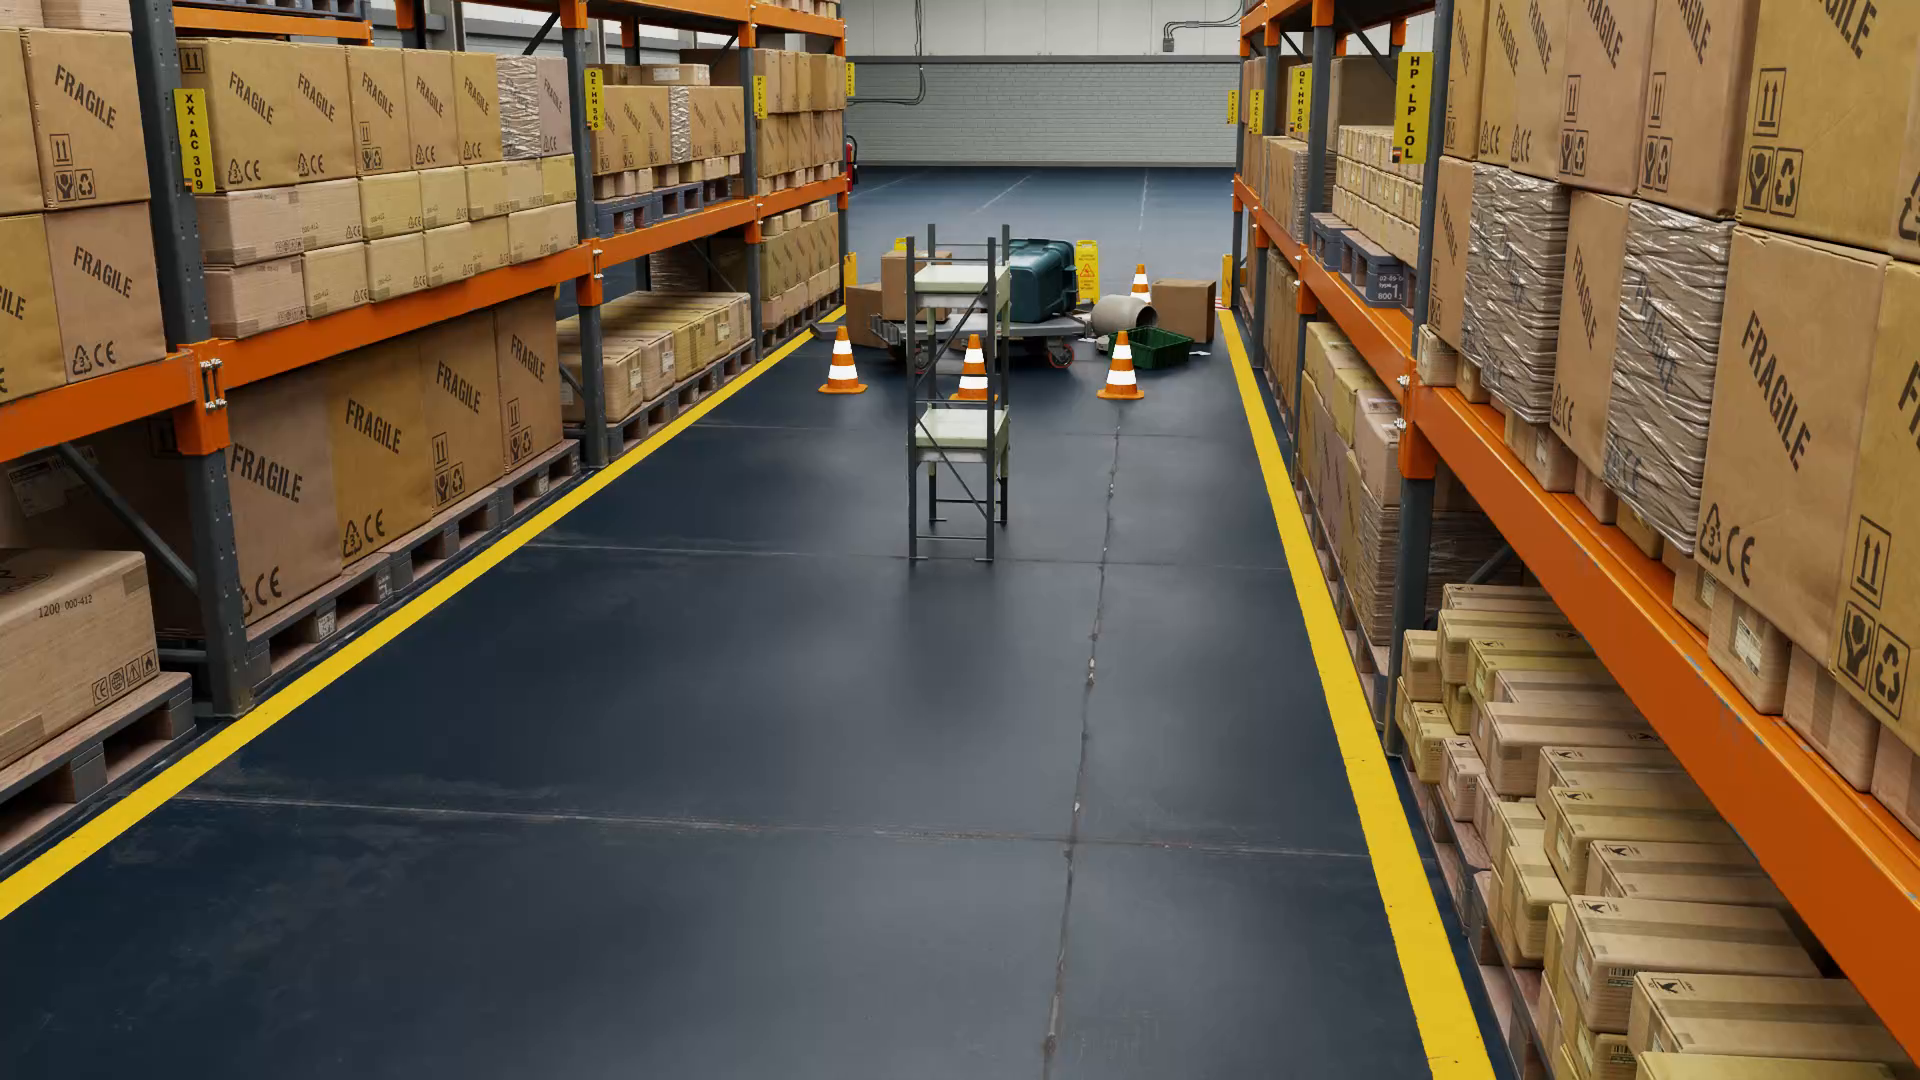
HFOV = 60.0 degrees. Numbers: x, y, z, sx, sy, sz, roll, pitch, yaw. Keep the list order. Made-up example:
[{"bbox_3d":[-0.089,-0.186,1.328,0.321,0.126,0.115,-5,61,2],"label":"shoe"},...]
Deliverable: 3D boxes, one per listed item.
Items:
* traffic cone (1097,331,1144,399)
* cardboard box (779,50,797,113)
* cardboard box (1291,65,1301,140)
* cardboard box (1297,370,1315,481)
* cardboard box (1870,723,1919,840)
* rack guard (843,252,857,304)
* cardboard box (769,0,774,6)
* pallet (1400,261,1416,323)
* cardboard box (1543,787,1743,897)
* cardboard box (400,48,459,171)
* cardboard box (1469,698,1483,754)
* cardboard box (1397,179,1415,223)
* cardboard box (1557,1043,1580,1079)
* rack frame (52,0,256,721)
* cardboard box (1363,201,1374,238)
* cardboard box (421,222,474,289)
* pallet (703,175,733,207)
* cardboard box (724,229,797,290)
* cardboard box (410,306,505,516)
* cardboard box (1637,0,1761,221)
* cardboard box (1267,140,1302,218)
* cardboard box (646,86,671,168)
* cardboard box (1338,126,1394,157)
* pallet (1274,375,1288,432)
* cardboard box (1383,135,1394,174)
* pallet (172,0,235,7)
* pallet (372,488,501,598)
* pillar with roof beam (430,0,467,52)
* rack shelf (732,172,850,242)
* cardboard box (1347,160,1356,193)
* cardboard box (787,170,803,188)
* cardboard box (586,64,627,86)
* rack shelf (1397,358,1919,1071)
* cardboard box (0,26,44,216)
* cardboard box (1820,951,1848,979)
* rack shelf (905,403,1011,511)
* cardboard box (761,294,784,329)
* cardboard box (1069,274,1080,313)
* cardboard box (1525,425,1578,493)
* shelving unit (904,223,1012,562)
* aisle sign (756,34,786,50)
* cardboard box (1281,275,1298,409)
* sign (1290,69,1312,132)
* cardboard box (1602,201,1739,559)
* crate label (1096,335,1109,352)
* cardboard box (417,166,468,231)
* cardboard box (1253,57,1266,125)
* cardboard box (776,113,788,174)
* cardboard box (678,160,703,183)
[{"bbox_3d":[1.164,-1.272,11.980,0.336,0.463,0.334,2,15,6],"label":"traffic cone"},{"bbox_3d":[-1.770,-3.834,13.916,0.700,0.500,0.500,2,15,7],"label":"cardboard box"},{"bbox_3d":[2.709,-3.068,11.656,0.700,0.500,0.500,1,15,5],"label":"cardboard box"},{"bbox_3d":[2.031,-0.583,8.554,0.500,0.500,0.500,1,15,4],"label":"cardboard box"},{"bbox_3d":[1.283,0.277,1.871,0.380,0.149,0.250,2,15,6],"label":"cardboard box"},{"bbox_3d":[-1.671,-2.731,17.303,1.175,0.500,0.348,2,15,6],"label":"rack guard"},{"bbox_3d":[-1.764,-4.517,13.857,0.380,0.149,0.250,2,15,8],"label":"cardboard box"},{"bbox_3d":[2.144,-0.826,5.839,1.003,0.211,1.213,2,15,6],"label":"pallet"},{"bbox_3d":[1.467,0.649,3.533,0.380,0.149,0.250,2,15,7],"label":"cardboard box"},{"bbox_3d":[-2.541,-1.878,7.255,0.500,0.500,0.500,1,15,5],"label":"cardboard box"},{"bbox_3d":[1.623,0.522,4.573,0.380,0.149,0.250,2,15,6],"label":"cardboard box"},{"bbox_3d":[1.848,-1.263,6.193,0.380,0.149,0.250,1,15,4],"label":"cardboard box"},{"bbox_3d":[1.339,1.075,3.097,0.380,0.149,0.250,1,15,4],"label":"cardboard box"},{"bbox_3d":[-3.017,-0.845,5.539,1.000,3.000,0.127,2,15,6],"label":"rack frame"},{"bbox_3d":[1.966,-1.390,7.232,0.380,0.149,0.250,2,15,7],"label":"cardboard box"},{"bbox_3d":[-2.509,-1.275,7.417,0.500,0.250,0.500,1,15,5],"label":"cardboard box"},{"bbox_3d":[-2.345,-2.633,12.520,1.003,0.211,1.213,2,15,6],"label":"pallet"},{"bbox_3d":[-1.731,-2.441,14.470,0.500,0.500,0.500,2,15,9],"label":"cardboard box"},{"bbox_3d":[-2.831,-0.651,8.090,0.875,0.875,0.875,2,15,7],"label":"cardboard box"},{"bbox_3d":[1.373,-0.755,2.530,0.500,0.500,0.500,2,15,9],"label":"cardboard box"},{"bbox_3d":[2.374,-2.459,11.318,0.500,0.500,0.500,2,15,6],"label":"cardboard box"},{"bbox_3d":[-2.180,-2.660,10.686,0.500,0.500,0.500,2,15,7],"label":"cardboard box"},{"bbox_3d":[2.119,-2.016,8.408,0.380,0.149,0.250,2,15,6],"label":"cardboard box"},{"bbox_3d":[2.668,-0.934,11.213,1.003,0.211,1.213,2,15,6],"label":"pallet"},{"bbox_3d":[1.912,-1.542,6.654,0.380,0.149,0.250,1,15,4],"label":"cardboard box"},{"bbox_3d":[-6.976,-4.692,14.191,1.003,0.211,1.213,2,15,6],"label":"pallet"},{"bbox_3d":[-2.869,-0.018,7.825,1.003,0.211,1.213,2,15,6],"label":"pallet"},{"bbox_3d":[-2.615,-8.274,21.520,9.100,9.000,0.400,2,15,6],"label":"pillar with roof beam"},{"bbox_3d":[-1.888,-3.091,15.225,1.077,0.370,4.000,2,15,6],"label":"rack shelf"},{"bbox_3d":[2.055,-1.728,7.914,0.380,0.149,0.250,1,15,5],"label":"cardboard box"},{"bbox_3d":[-1.606,-3.202,14.739,0.380,0.149,0.250,2,15,7],"label":"cardboard box"},{"bbox_3d":[-2.539,-3.231,11.555,0.380,0.149,0.250,3,15,9],"label":"cardboard box"},{"bbox_3d":[1.687,0.141,3.273,1.077,0.370,4.000,2,15,6],"label":"rack shelf"},{"bbox_3d":[-2.861,-1.114,4.427,0.500,0.500,0.500,1,15,5],"label":"cardboard box"},{"bbox_3d":[1.864,0.872,3.278,0.380,0.149,0.250,2,15,9],"label":"cardboard box"},{"bbox_3d":[0.001,-0.411,8.058,0.431,0.370,0.720,2,15,6],"label":"rack shelf"},{"bbox_3d":[-1.779,-1.940,14.053,0.500,0.250,0.500,1,15,4],"label":"cardboard box"},{"bbox_3d":[0.655,-2.222,15.415,0.797,0.503,0.637,-10,18,-32],"label":"cardboard box"},{"bbox_3d":[1.456,-0.197,3.625,0.380,0.149,0.250,2,15,9],"label":"cardboard box"},{"bbox_3d":[0.001,-0.726,7.973,0.431,1.500,0.755,2,15,6],"label":"shelving unit"},{"bbox_3d":[-1.964,-5.237,16.803,0.394,0.787,0.004,2,15,6],"label":"aisle sign"},{"bbox_3d":[2.618,-1.261,10.586,1.050,0.750,0.750,2,15,7],"label":"cardboard box"},{"bbox_3d":[1.812,-2.337,8.840,0.100,0.325,0.005,2,15,6],"label":"sign"},{"bbox_3d":[1.368,-0.269,2.648,0.500,0.500,0.500,2,15,6],"label":"cardboard box"},{"bbox_3d":[1.299,-1.639,13.960,0.298,0.136,0.250,-10,18,-32],"label":"crate label"},{"bbox_3d":[-2.518,-1.517,7.354,0.500,0.250,0.500,1,15,5],"label":"cardboard box"},{"bbox_3d":[2.838,-3.634,13.500,0.875,0.550,0.550,2,15,6],"label":"cardboard box"},{"bbox_3d":[-1.754,-3.348,14.036,0.500,0.500,0.500,2,15,6],"label":"cardboard box"},{"bbox_3d":[-2.027,-2.595,11.690,0.380,0.149,0.250,2,15,6],"label":"cardboard box"}]
